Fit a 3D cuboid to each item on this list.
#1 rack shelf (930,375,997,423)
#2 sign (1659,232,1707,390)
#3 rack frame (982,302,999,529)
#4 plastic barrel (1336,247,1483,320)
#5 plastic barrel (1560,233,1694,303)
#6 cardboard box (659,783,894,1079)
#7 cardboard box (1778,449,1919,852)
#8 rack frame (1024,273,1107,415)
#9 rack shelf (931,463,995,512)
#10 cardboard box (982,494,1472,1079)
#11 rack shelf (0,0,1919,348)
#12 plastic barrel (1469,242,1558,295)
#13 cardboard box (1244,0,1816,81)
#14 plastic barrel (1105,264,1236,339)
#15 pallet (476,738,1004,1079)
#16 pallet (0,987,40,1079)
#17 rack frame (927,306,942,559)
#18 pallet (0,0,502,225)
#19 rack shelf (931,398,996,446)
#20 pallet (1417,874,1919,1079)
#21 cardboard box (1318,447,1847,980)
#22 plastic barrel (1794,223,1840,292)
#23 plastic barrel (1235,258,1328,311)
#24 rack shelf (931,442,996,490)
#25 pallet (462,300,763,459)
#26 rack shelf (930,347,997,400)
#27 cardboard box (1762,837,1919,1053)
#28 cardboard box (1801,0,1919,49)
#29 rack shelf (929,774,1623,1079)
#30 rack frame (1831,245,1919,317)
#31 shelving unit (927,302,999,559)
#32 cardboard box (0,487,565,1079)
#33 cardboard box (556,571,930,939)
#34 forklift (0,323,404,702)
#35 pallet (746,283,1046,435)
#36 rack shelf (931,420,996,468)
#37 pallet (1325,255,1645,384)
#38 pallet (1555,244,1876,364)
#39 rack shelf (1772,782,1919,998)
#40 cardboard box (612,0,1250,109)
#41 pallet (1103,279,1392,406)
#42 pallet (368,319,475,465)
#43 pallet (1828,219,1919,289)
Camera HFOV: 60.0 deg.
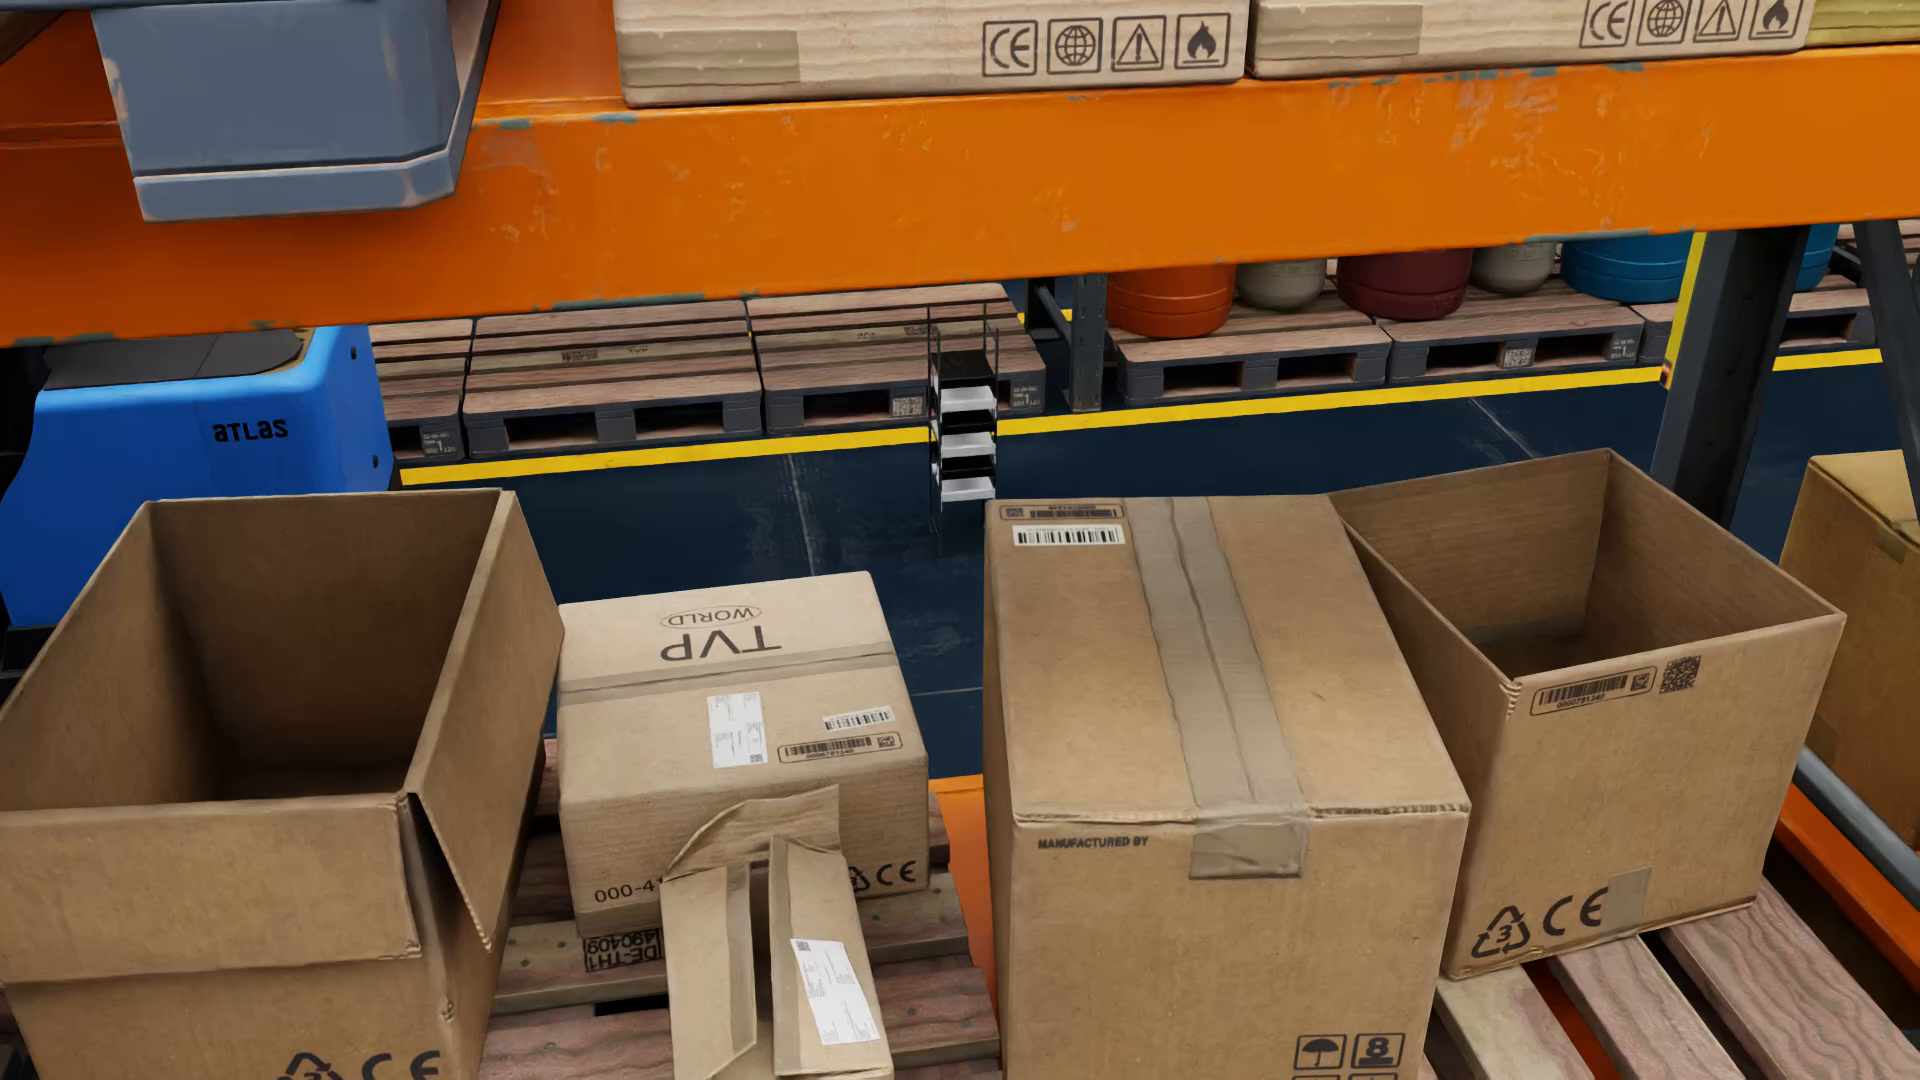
[{"bbox_3d":[0.008,-0.515,5.949,0.200,0.077,0.258,-5,31,-9],"label":"rack shelf"},{"bbox_3d":[1.248,-0.394,2.818,0.005,0.325,0.100,-5,31,-9],"label":"sign"},{"bbox_3d":[0.108,-0.398,6.039,0.006,0.900,0.240,-5,31,-9],"label":"rack frame"},{"bbox_3d":[2.048,-1.386,7.612,0.708,0.588,0.600,-5,31,-9],"label":"plastic barrel"},{"bbox_3d":[3.159,-1.624,7.708,0.708,0.901,0.600,-5,31,-9],"label":"plastic barrel"},{"bbox_3d":[-0.240,0.545,2.081,0.258,0.266,0.396,-6,31,-10],"label":"cardboard box"},{"bbox_3d":[1.792,0.170,2.903,0.500,0.500,0.500,-4,31,-7],"label":"cardboard box"},{"bbox_3d":[0.459,-2.088,6.841,0.127,3.000,1.000,-5,31,-9],"label":"rack frame"},{"bbox_3d":[0.008,-0.205,6.131,0.200,0.077,0.258,-5,31,-9],"label":"rack shelf"},{"bbox_3d":[0.296,0.328,2.221,0.500,0.500,0.700,-1,30,-2],"label":"cardboard box"},{"bbox_3d":[-0.616,-0.419,1.753,4.000,0.370,1.077,-5,31,-9],"label":"rack shelf"},{"bbox_3d":[2.587,-1.449,7.795,0.421,0.512,0.421,0,30,0],"label":"plastic barrel"},{"bbox_3d":[0.442,-0.629,1.549,0.500,0.250,0.500,-5,31,-9],"label":"cardboard box"},{"bbox_3d":[0.937,-1.387,7.375,0.708,0.830,0.600,-5,31,-9],"label":"plastic barrel"},{"bbox_3d":[-0.589,0.665,2.348,1.213,0.211,1.003,-5,31,-9],"label":"pallet"},{"bbox_3d":[-1.805,0.832,2.065,1.213,0.211,1.003,-5,31,-9],"label":"pallet"},{"bbox_3d":[-0.092,-0.379,6.007,0.006,0.900,0.240,-5,31,-9],"label":"rack frame"},{"bbox_3d":[-0.937,-0.565,1.477,1.003,0.211,1.213,-5,31,-9],"label":"pallet"},{"bbox_3d":[0.008,-0.437,5.994,0.200,0.077,0.258,-5,31,-9],"label":"rack shelf"},{"bbox_3d":[0.669,0.582,2.489,1.003,0.211,1.213,-5,31,-9],"label":"pallet"},{"bbox_3d":[0.827,0.227,2.392,0.500,0.500,0.500,-9,32,-15],"label":"cardboard box"},{"bbox_3d":[3.856,-1.688,7.818,0.708,0.901,0.600,-5,31,-9],"label":"plastic barrel"},{"bbox_3d":[1.477,-1.346,7.619,0.421,0.512,0.421,0,30,0],"label":"plastic barrel"},{"bbox_3d":[0.008,-0.282,6.086,0.200,0.077,0.258,-5,31,-9],"label":"rack shelf"},{"bbox_3d":[-1.507,-0.725,7.274,1.213,0.211,1.003,-5,31,-9],"label":"pallet"},{"bbox_3d":[0.008,-0.593,5.903,0.200,0.077,0.258,-5,31,-9],"label":"rack shelf"},{"bbox_3d":[2.034,1.064,3.163,0.875,0.875,1.225,-7,31,-11],"label":"cardboard box"},{"bbox_3d":[0.928,-0.681,1.638,0.500,0.250,0.500,-5,31,-9],"label":"cardboard box"},{"bbox_3d":[-0.616,0.874,2.514,4.000,0.370,1.077,-5,31,-9],"label":"rack shelf"},{"bbox_3d":[4.394,-2.453,7.462,0.127,3.000,1.000,-5,31,-9],"label":"rack frame"},{"bbox_3d":[0.008,-0.389,6.023,0.210,0.900,0.258,-5,31,-9],"label":"shelving unit"},{"bbox_3d":[-0.895,0.317,2.236,0.637,0.503,0.797,-2,31,-4],"label":"cardboard box"},{"bbox_3d":[-0.339,0.304,2.508,0.500,0.250,0.500,-6,31,-10],"label":"cardboard box"},{"bbox_3d":[-3.485,-0.936,4.949,3.031,2.935,1.130,-5,31,-9],"label":"forklift"},{"bbox_3d":[-0.310,-0.834,7.461,1.213,0.211,1.003,-5,31,-9],"label":"pallet"},{"bbox_3d":[0.008,-0.360,6.040,0.200,0.077,0.258,-5,31,-9],"label":"rack shelf"},{"bbox_3d":[2.425,-1.088,7.892,1.213,0.211,1.003,-5,31,-9],"label":"pallet"},{"bbox_3d":[3.627,-1.201,8.085,1.213,0.211,1.003,-5,31,-9],"label":"pallet"},{"bbox_3d":[3.319,0.509,3.135,4.000,0.370,1.077,-5,31,-9],"label":"rack shelf"},{"bbox_3d":[-0.052,-0.585,1.473,0.500,0.250,0.500,-4,31,-8],"label":"cardboard box"},{"bbox_3d":[1.227,-0.979,7.706,1.213,0.211,1.003,-5,31,-9],"label":"pallet"},{"bbox_3d":[-2.710,-0.612,7.082,1.213,0.211,1.003,-5,31,-9],"label":"pallet"},{"bbox_3d":[5.110,-1.337,8.316,1.213,0.211,1.003,-5,31,-9],"label":"pallet"}]
